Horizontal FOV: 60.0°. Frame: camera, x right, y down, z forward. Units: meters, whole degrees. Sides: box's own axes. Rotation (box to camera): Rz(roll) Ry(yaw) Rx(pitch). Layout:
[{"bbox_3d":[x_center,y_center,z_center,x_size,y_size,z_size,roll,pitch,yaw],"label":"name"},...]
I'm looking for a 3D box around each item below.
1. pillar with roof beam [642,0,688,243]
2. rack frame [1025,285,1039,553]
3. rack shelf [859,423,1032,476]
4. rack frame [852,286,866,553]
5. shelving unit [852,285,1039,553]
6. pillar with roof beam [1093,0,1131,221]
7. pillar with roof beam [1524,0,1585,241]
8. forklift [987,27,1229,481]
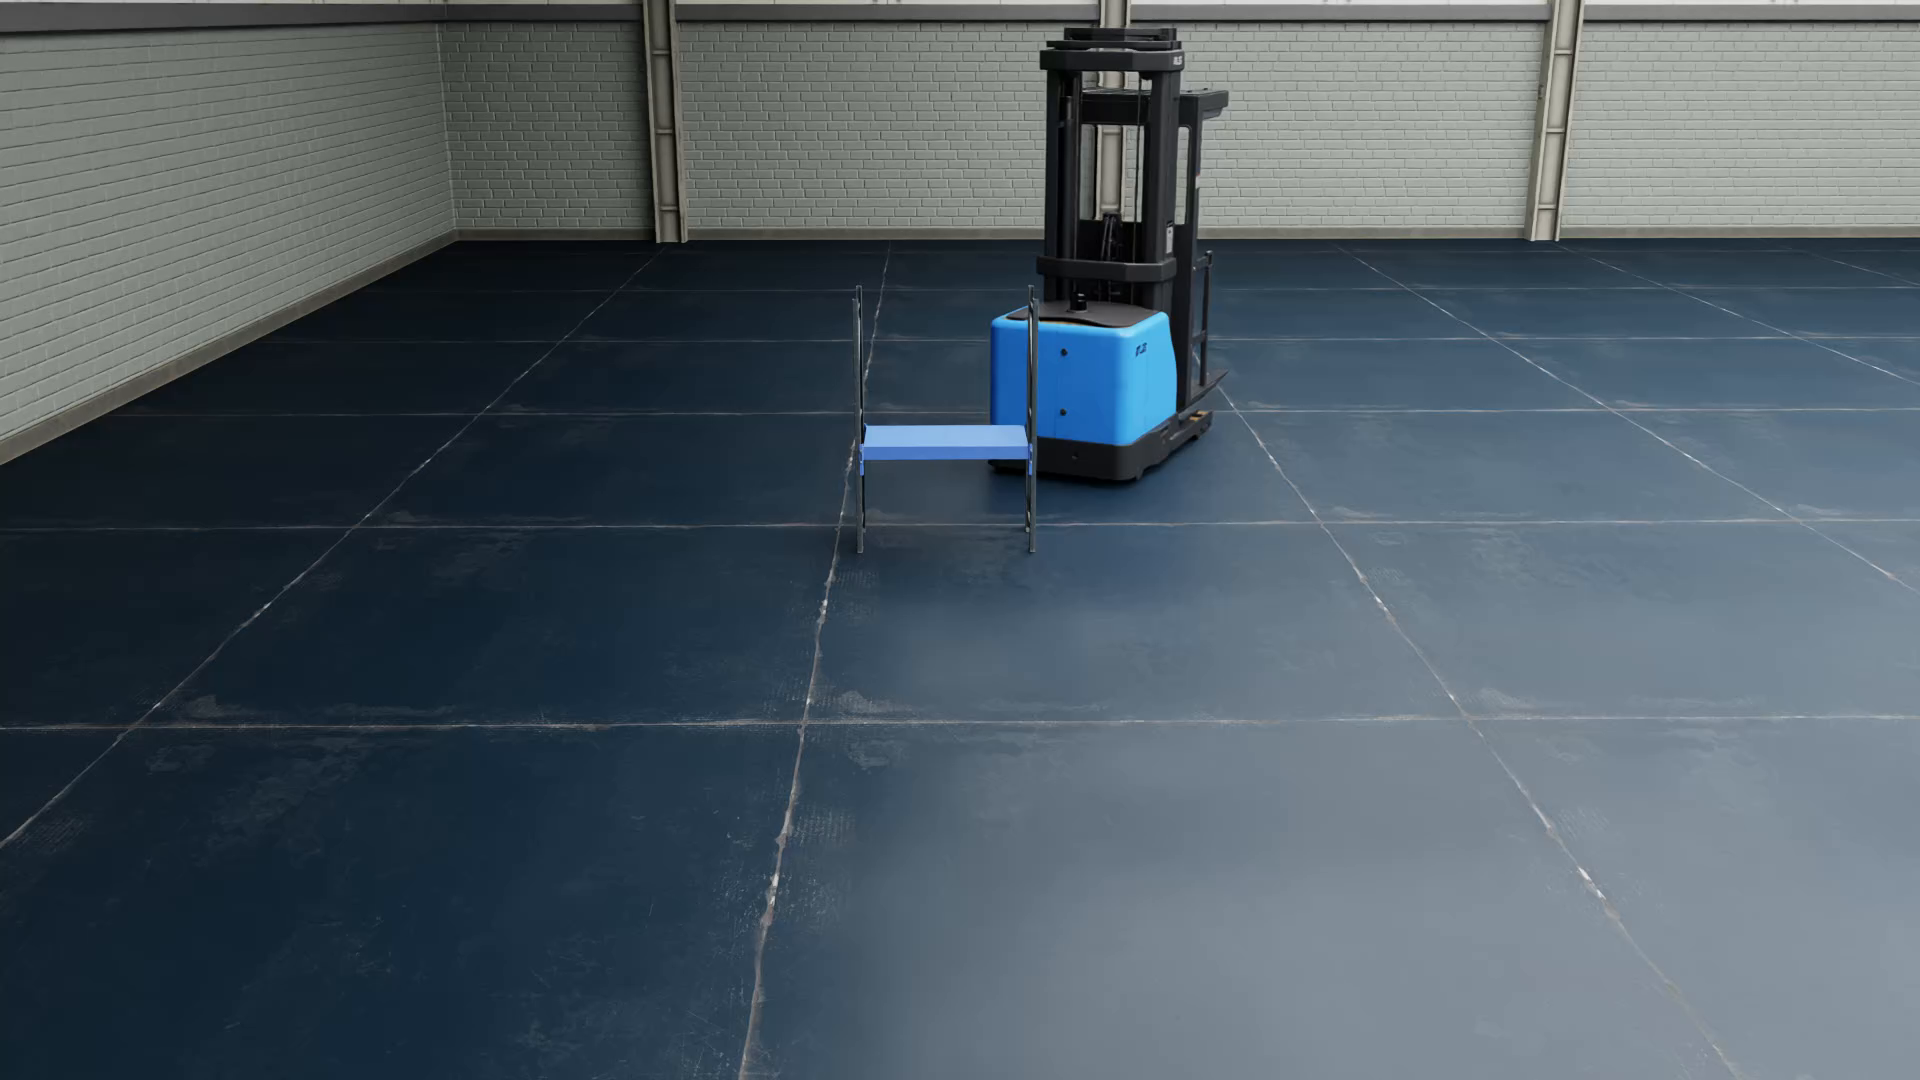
[{"bbox_3d":[-3.887,-7.074,17.368,0.400,9.000,9.100,0,18,-1],"label":"pillar with roof beam"},{"bbox_3d":[0.423,-0.716,9.825,0.032,1.500,0.500,0,18,-1],"label":"rack frame"},{"bbox_3d":[-0.085,-0.542,9.872,1.000,0.185,0.538,0,18,-1],"label":"rack shelf"},{"bbox_3d":[-0.594,-0.711,9.810,0.032,1.500,0.500,0,18,-1],"label":"rack frame"},{"bbox_3d":[-0.085,-0.714,9.817,1.048,1.500,0.538,0,18,-1],"label":"shelving unit"},{"bbox_3d":[2.113,-7.103,17.458,0.400,9.000,9.100,0,18,-1],"label":"pillar with roof beam"},{"bbox_3d":[8.112,-7.132,17.548,0.400,9.000,9.100,0,18,-1],"label":"pillar with roof beam"},{"bbox_3d":[1.261,-2.198,12.101,1.130,2.935,3.031,8,19,23],"label":"forklift"}]
